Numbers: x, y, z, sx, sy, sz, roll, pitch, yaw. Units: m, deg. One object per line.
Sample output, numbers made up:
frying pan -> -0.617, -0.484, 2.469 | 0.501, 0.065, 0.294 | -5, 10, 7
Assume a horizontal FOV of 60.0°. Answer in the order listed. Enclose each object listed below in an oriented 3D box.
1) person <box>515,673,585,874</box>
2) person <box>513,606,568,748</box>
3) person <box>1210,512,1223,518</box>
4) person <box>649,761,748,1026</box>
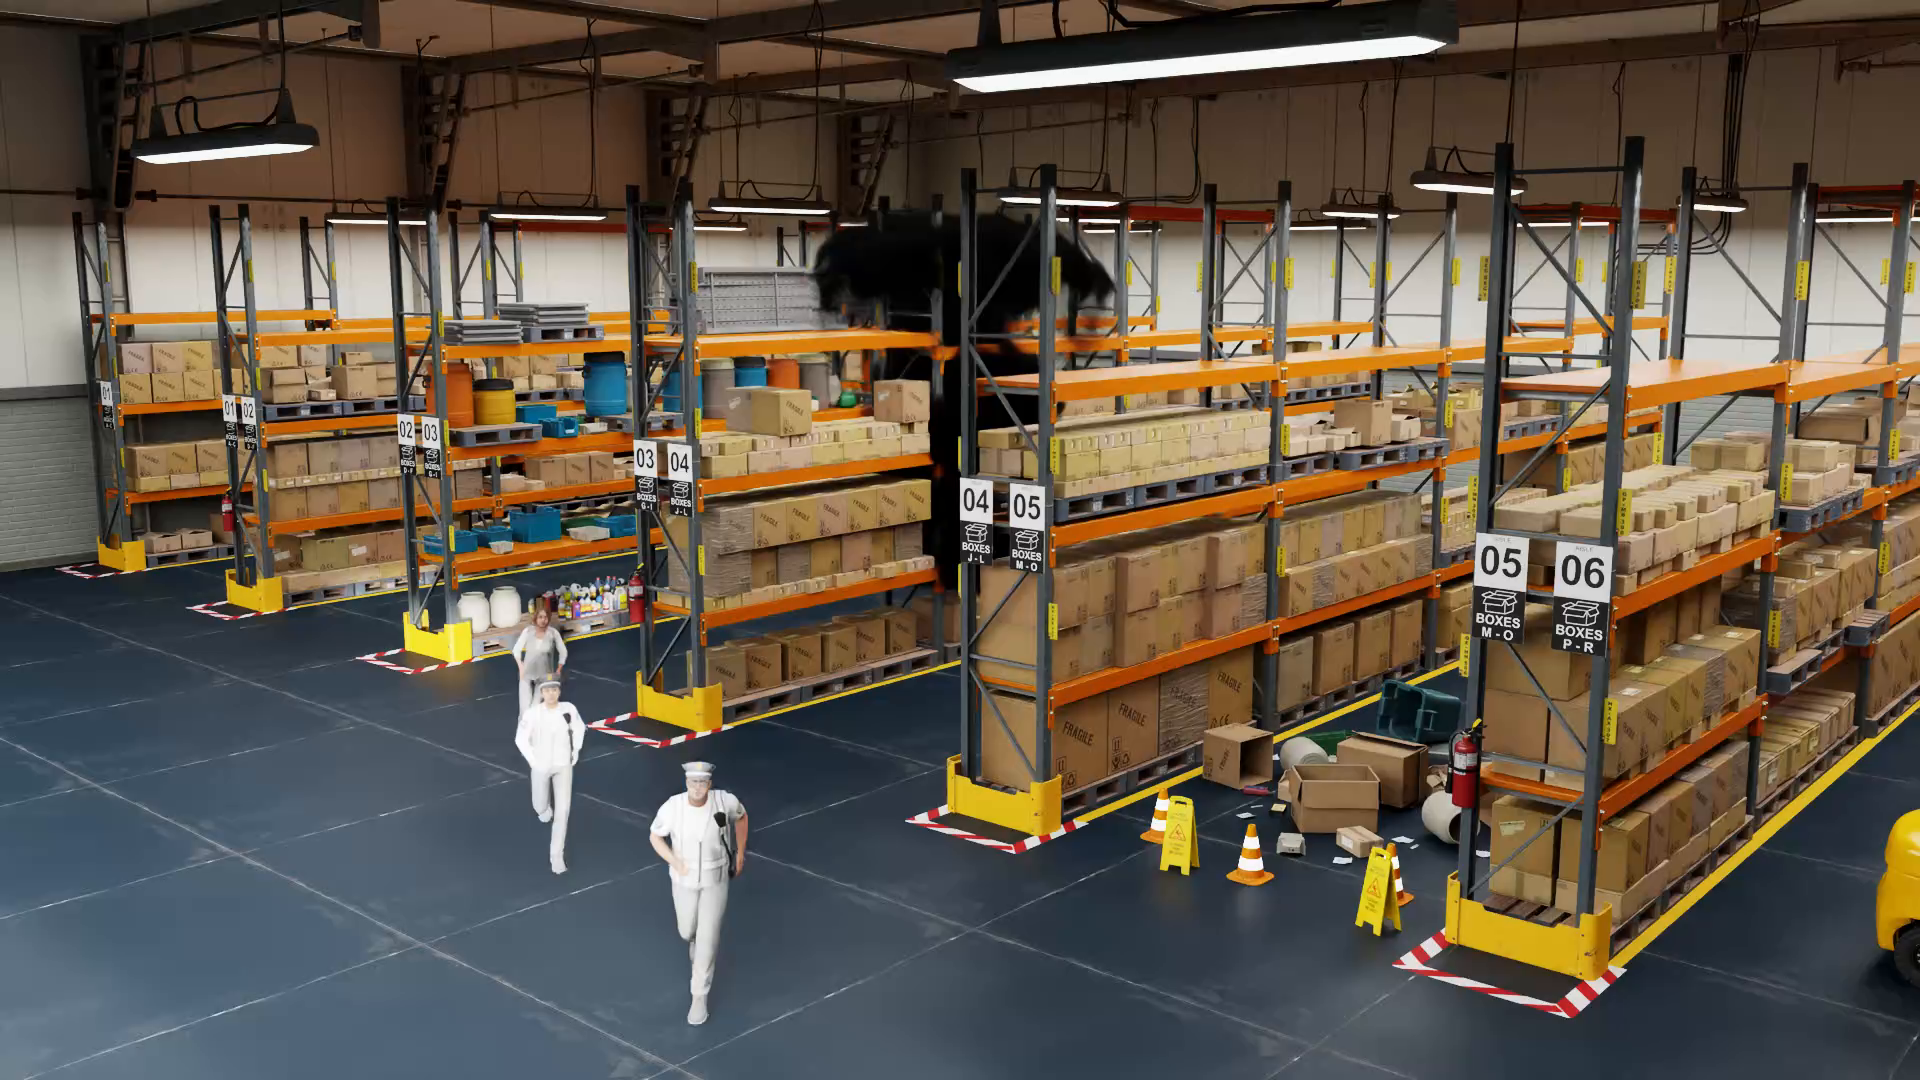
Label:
person -> -3.574, 1.972, 14.562 | 0.597, 1.687, 0.976 | -2, 10, -13
person -> -4.498, 1.466, 17.843 | 0.579, 1.560, 0.606 | -2, 10, -10
person -> 3.701, 0.345, 24.103 | 0.604, 1.688, 0.893 | 7, 12, 36
person -> -1.836, 2.376, 11.749 | 0.686, 1.779, 1.016 | -1, 10, -6
